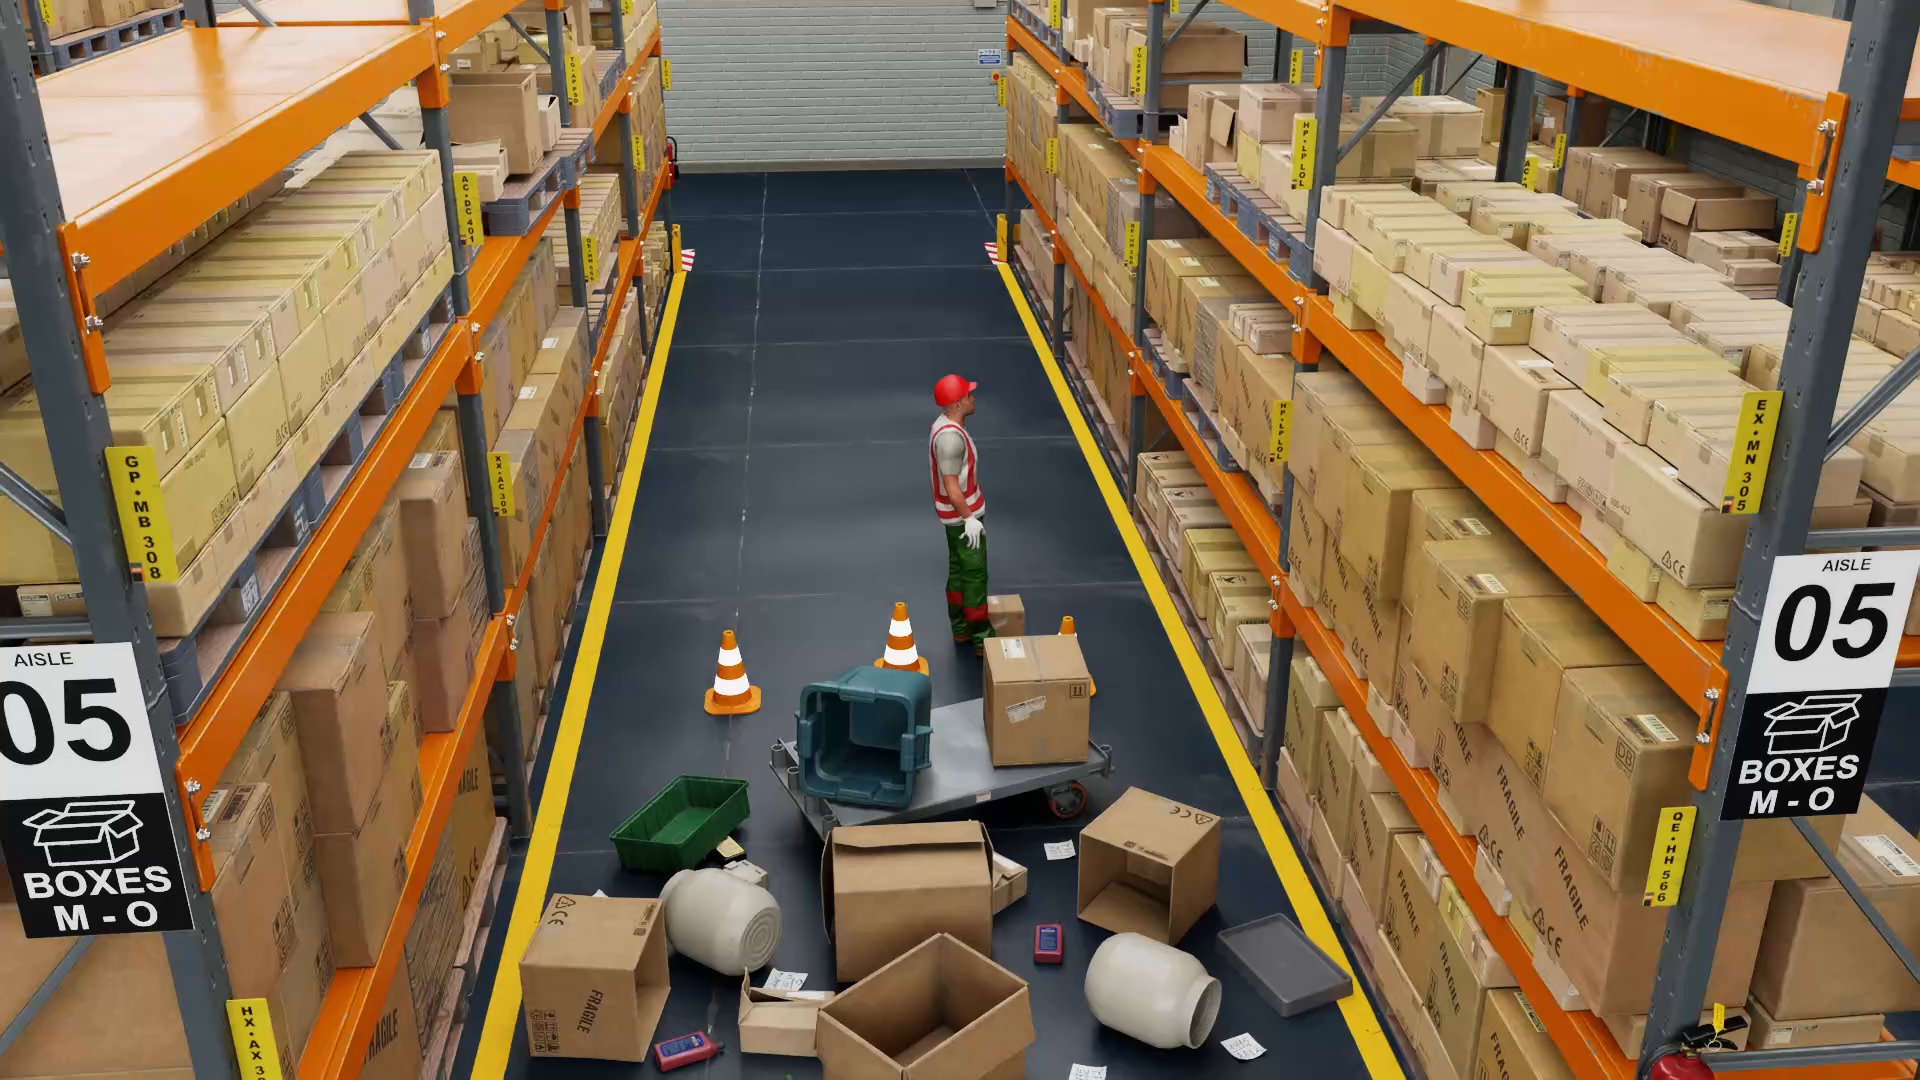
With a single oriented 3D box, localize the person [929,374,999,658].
[{"bbox_3d":[0.091,-0.165,10.429,0.561,1.784,0.638,-2,24,-5],"label":"person"}]
